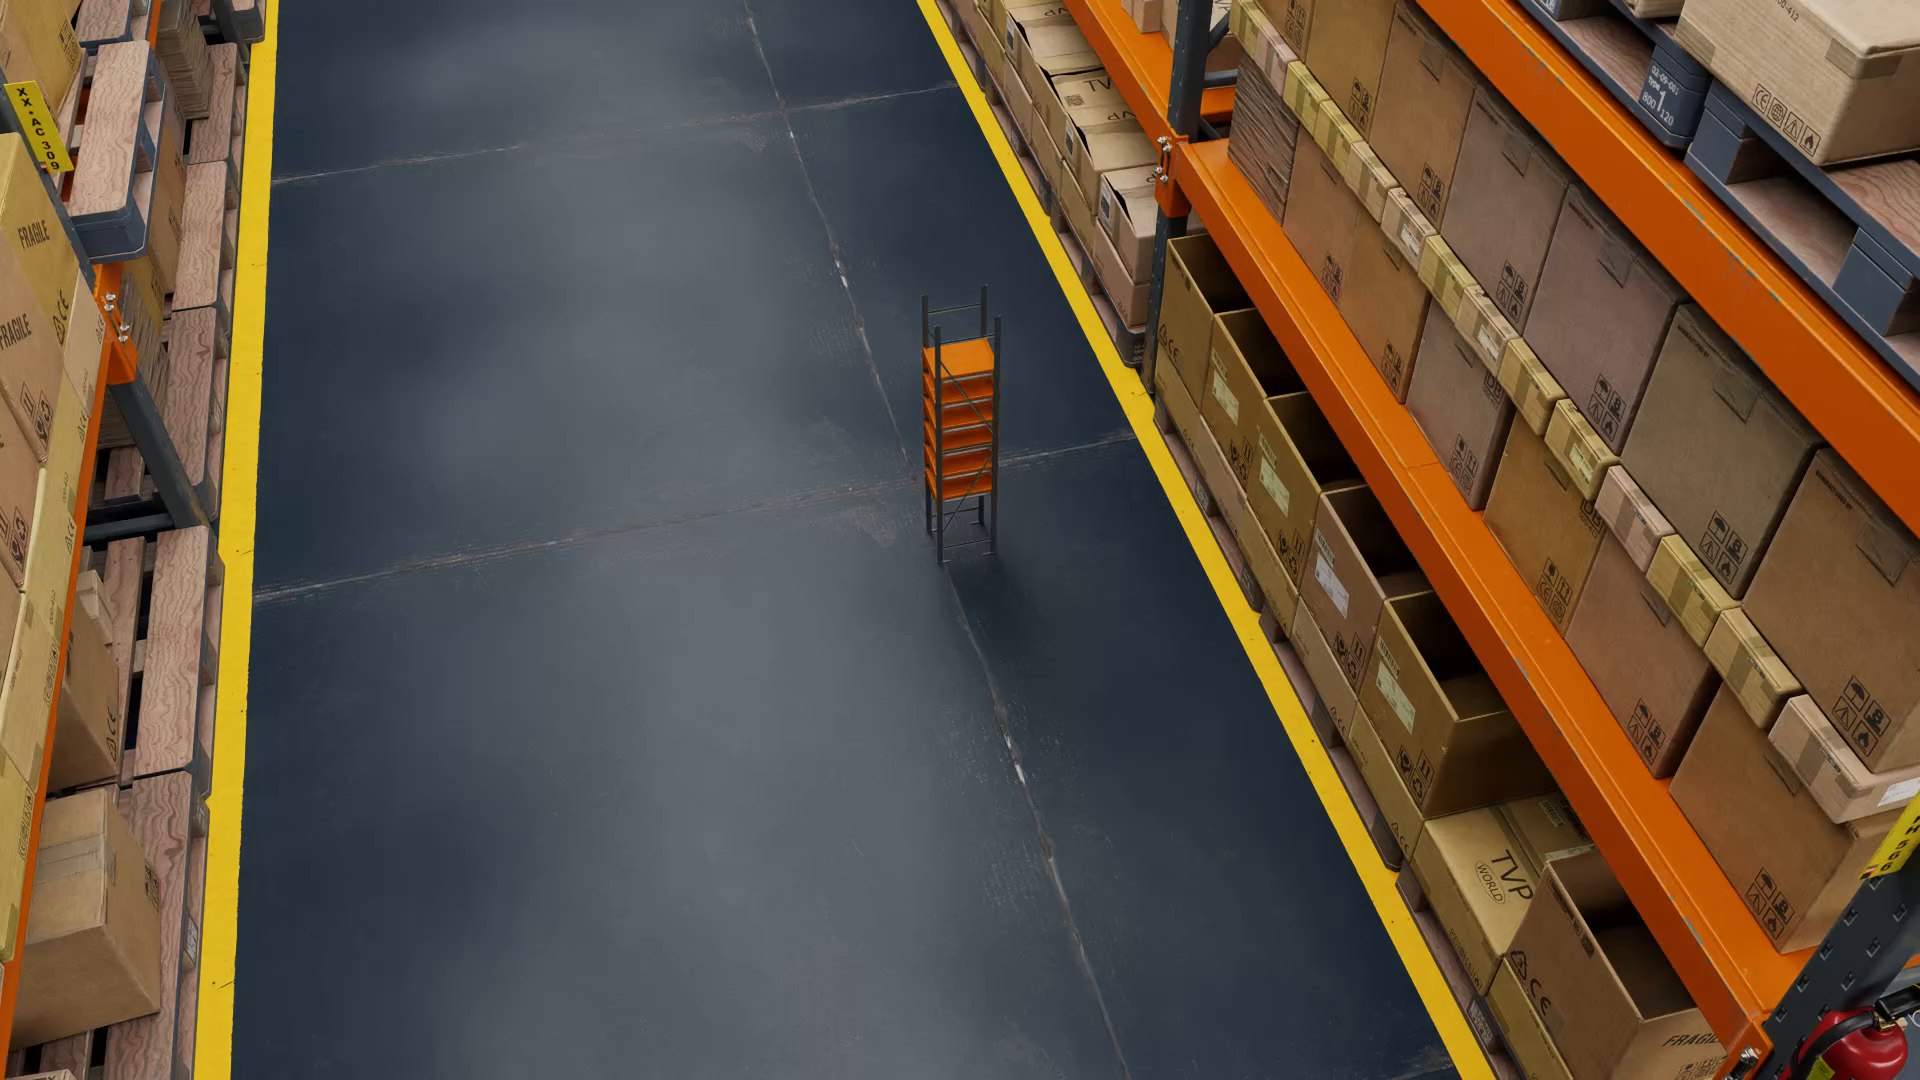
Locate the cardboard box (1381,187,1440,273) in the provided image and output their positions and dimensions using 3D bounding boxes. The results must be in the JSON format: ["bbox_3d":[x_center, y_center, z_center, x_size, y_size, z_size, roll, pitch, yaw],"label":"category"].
[{"bbox_3d":[1.523,-0.974,5.080,0.380,0.149,0.250,-12,47,-11],"label":"cardboard box"}]

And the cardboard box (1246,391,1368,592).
[{"bbox_3d":[1.379,-0.201,5.953,0.500,0.500,0.500,-11,47,-10],"label":"cardboard box"}]

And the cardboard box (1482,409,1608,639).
[{"bbox_3d":[1.963,-0.126,4.703,0.700,0.500,0.500,-10,46,-10],"label":"cardboard box"}]

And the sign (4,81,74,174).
[{"bbox_3d":[-2.958,-1.321,5.339,0.100,0.325,0.005,-11,47,-10],"label":"sign"}]

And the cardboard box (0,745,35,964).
[{"bbox_3d":[-2.546,0.790,3.967,0.500,0.250,0.500,-11,47,-11],"label":"cardboard box"}]

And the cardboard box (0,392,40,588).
[{"bbox_3d":[-2.809,-0.168,4.380,0.500,0.500,0.500,-12,47,-11],"label":"cardboard box"}]

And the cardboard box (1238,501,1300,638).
[{"bbox_3d":[1.379,0.061,6.221,0.500,0.250,0.500,-11,47,-10],"label":"cardboard box"}]

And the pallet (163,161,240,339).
[{"bbox_3d":[-3.997,-1.319,7.895,1.003,0.211,1.213,-11,47,-10],"label":"pallet"}]

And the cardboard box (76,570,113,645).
[{"bbox_3d":[-3.314,0.288,6.043,0.380,0.166,0.250,-16,48,-15],"label":"cardboard box"}]

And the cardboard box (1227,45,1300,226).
[{"bbox_3d":[1.427,-1.552,6.101,0.700,0.500,0.500,-12,47,-11],"label":"cardboard box"}]

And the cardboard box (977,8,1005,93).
[{"bbox_3d":[0.402,-2.648,8.876,0.500,0.250,0.500,-12,47,-11],"label":"cardboard box"}]

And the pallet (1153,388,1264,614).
[{"bbox_3d":[1.470,-0.289,6.886,1.003,0.211,1.213,-11,47,-10],"label":"pallet"}]

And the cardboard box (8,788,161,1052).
[{"bbox_3d":[-2.832,1.165,4.950,0.700,0.500,0.500,-13,47,-13],"label":"cardboard box"}]

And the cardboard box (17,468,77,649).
[{"bbox_3d":[-2.803,0.093,4.649,0.500,0.250,0.500,-11,47,-11],"label":"cardboard box"}]

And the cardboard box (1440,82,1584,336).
[{"bbox_3d":[1.812,-0.967,4.619,0.700,0.500,0.500,-11,47,-10],"label":"cardboard box"}]

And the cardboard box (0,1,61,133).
[{"bbox_3d":[-3.578,-1.460,5.703,0.700,0.500,0.500,-11,47,-10],"label":"cardboard box"}]

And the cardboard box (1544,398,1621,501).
[{"bbox_3d":[1.785,-0.264,4.384,0.380,0.149,0.250,-9,46,-9],"label":"cardboard box"}]

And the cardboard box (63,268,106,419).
[{"bbox_3d":[-3.066,-0.597,5.326,0.500,0.250,0.500,-11,47,-10],"label":"cardboard box"}]

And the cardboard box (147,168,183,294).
[{"bbox_3d":[-3.957,-1.405,7.469,0.700,0.500,0.500,-10,46,-10],"label":"cardboard box"}]

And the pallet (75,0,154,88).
[{"bbox_3d":[-3.958,-2.249,6.988,1.003,0.211,1.213,-11,47,-10],"label":"pallet"}]

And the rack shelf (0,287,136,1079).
[{"bbox_3d":[-2.968,0.719,4.449,1.077,0.370,4.000,-11,47,-10],"label":"rack shelf"}]

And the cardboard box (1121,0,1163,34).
[{"bbox_3d":[0.905,-2.349,7.045,0.396,0.266,0.258,-12,47,-11],"label":"cardboard box"}]

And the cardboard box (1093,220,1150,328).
[{"bbox_3d":[0.921,-1.240,7.496,0.500,0.250,0.500,-11,47,-11],"label":"cardboard box"}]

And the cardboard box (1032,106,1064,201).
[{"bbox_3d":[0.662,-1.943,8.185,0.500,0.250,0.500,-10,46,-9],"label":"cardboard box"}]

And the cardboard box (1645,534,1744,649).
[{"bbox_3d":[1.915,0.092,4.036,0.380,0.149,0.250,-11,47,-11],"label":"cardboard box"}]

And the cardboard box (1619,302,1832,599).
[{"bbox_3d":[2.071,-0.273,3.939,0.700,0.500,0.500,-12,47,-11],"label":"cardboard box"}]

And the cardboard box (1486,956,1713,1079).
[{"bbox_3d":[1.908,1.439,4.871,0.500,0.250,0.500,-11,47,-10],"label":"cardboard box"}]

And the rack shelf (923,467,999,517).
[{"bbox_3d":[0.004,-0.211,6.515,0.258,0.103,0.180,-11,47,-10],"label":"rack shelf"}]

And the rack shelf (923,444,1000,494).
[{"bbox_3d":[0.004,-0.295,6.429,0.258,0.103,0.180,-11,47,-10],"label":"rack shelf"}]

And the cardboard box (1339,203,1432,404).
[{"bbox_3d":[1.693,-0.842,5.405,0.700,0.500,0.500,-10,46,-10],"label":"cardboard box"}]

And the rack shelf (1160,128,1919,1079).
[{"bbox_3d":[1.819,-0.189,5.339,1.077,0.370,4.000,-11,47,-10],"label":"rack shelf"}]

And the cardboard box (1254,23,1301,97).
[{"bbox_3d":[1.253,-1.690,5.782,0.380,0.149,0.250,-10,46,-10],"label":"cardboard box"}]

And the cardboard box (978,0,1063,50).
[{"bbox_3d":[0.404,-2.836,8.667,0.500,0.311,0.500,-12,47,-11],"label":"cardboard box"}]

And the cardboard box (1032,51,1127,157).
[{"bbox_3d":[0.662,-2.133,7.979,0.500,0.311,0.500,-11,47,-10],"label":"cardboard box"}]

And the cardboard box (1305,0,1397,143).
[{"bbox_3d":[1.558,-1.657,5.296,0.700,0.500,0.500,-11,47,-10],"label":"cardboard box"}]

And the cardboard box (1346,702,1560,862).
[{"bbox_3d":[1.639,0.751,5.545,0.500,0.250,0.500,-11,47,-10],"label":"cardboard box"}]

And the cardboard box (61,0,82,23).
[{"bbox_3d":[-3.913,-2.296,6.522,0.700,0.500,0.500,-5,46,-5],"label":"cardboard box"}]

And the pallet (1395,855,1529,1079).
[{"bbox_3d":[2.095,1.395,5.235,1.003,0.211,1.213,-11,47,-10],"label":"pallet"}]

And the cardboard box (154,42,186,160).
[{"bbox_3d":[-4.250,-2.090,8.140,0.700,0.500,0.500,-11,47,-10],"label":"cardboard box"}]

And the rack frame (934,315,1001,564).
[{"bbox_3d":[0.027,-0.347,6.250,0.240,1.200,0.006,-11,47,-10],"label":"rack frame"}]

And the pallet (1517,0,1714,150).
[{"bbox_3d":[1.859,-1.416,3.999,1.003,0.211,1.213,-11,47,-10],"label":"pallet"}]

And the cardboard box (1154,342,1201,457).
[{"bbox_3d":[1.133,-0.631,6.899,0.500,0.250,0.500,-11,47,-10],"label":"cardboard box"}]

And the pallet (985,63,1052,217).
[{"bbox_3d":[0.765,-2.192,8.750,1.003,0.211,1.213,-11,47,-10],"label":"pallet"}]

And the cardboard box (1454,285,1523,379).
[{"bbox_3d":[1.650,-0.622,4.735,0.380,0.149,0.250,-11,47,-11],"label":"cardboard box"}]

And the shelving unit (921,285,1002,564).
[{"bbox_3d":[0.004,-0.410,6.312,0.258,1.200,0.189,-11,47,-10],"label":"shelving unit"}]

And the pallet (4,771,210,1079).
[{"bbox_3d":[-2.958,1.363,5.266,1.003,0.211,1.213,-11,47,-10],"label":"pallet"}]

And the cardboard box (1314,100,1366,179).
[{"bbox_3d":[1.389,-1.331,5.430,0.380,0.149,0.250,-11,47,-11],"label":"cardboard box"}]

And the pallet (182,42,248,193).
[{"bbox_3d":[-4.306,-2.160,8.719,1.003,0.211,1.213,-11,47,-10],"label":"pallet"}]

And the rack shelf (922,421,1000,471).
[{"bbox_3d":[0.004,-0.379,6.343,0.258,0.103,0.180,-11,47,-10],"label":"rack shelf"}]

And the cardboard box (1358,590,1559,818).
[{"bbox_3d":[1.636,0.489,5.277,0.500,0.500,0.500,-11,47,-10],"label":"cardboard box"}]

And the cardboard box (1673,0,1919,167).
[{"bbox_3d":[1.782,-1.001,3.243,0.500,0.250,0.500,-11,47,-10],"label":"cardboard box"}]

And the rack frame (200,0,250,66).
[{"bbox_3d":[-4.504,-3.675,8.252,1.000,3.000,0.127,-11,47,-10],"label":"rack frame"}]

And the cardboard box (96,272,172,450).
[{"bbox_3d":[-3.685,-0.698,6.776,0.700,0.500,0.500,-9,46,-9],"label":"cardboard box"}]

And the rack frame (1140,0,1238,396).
[{"bbox_3d":[1.307,-1.822,6.435,1.000,3.000,0.127,-11,47,-10],"label":"rack frame"}]

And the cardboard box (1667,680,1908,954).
[{"bbox_3d":[2.224,0.580,4.011,0.700,0.500,0.500,-11,47,-10],"label":"cardboard box"}]

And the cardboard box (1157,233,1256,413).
[{"bbox_3d":[1.123,-0.892,6.630,0.500,0.500,0.500,-11,47,-10],"label":"cardboard box"}]

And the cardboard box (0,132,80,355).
[{"bbox_3d":[-3.060,-0.861,5.059,0.500,0.500,0.500,-11,47,-10],"label":"cardboard box"}]

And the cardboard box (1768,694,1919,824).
[{"bbox_3d":[2.049,0.449,3.686,0.380,0.149,0.250,-11,47,-11],"label":"cardboard box"}]

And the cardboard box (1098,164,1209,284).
[{"bbox_3d":[0.926,-1.430,7.290,0.500,0.311,0.500,-11,47,-10],"label":"cardboard box"}]
